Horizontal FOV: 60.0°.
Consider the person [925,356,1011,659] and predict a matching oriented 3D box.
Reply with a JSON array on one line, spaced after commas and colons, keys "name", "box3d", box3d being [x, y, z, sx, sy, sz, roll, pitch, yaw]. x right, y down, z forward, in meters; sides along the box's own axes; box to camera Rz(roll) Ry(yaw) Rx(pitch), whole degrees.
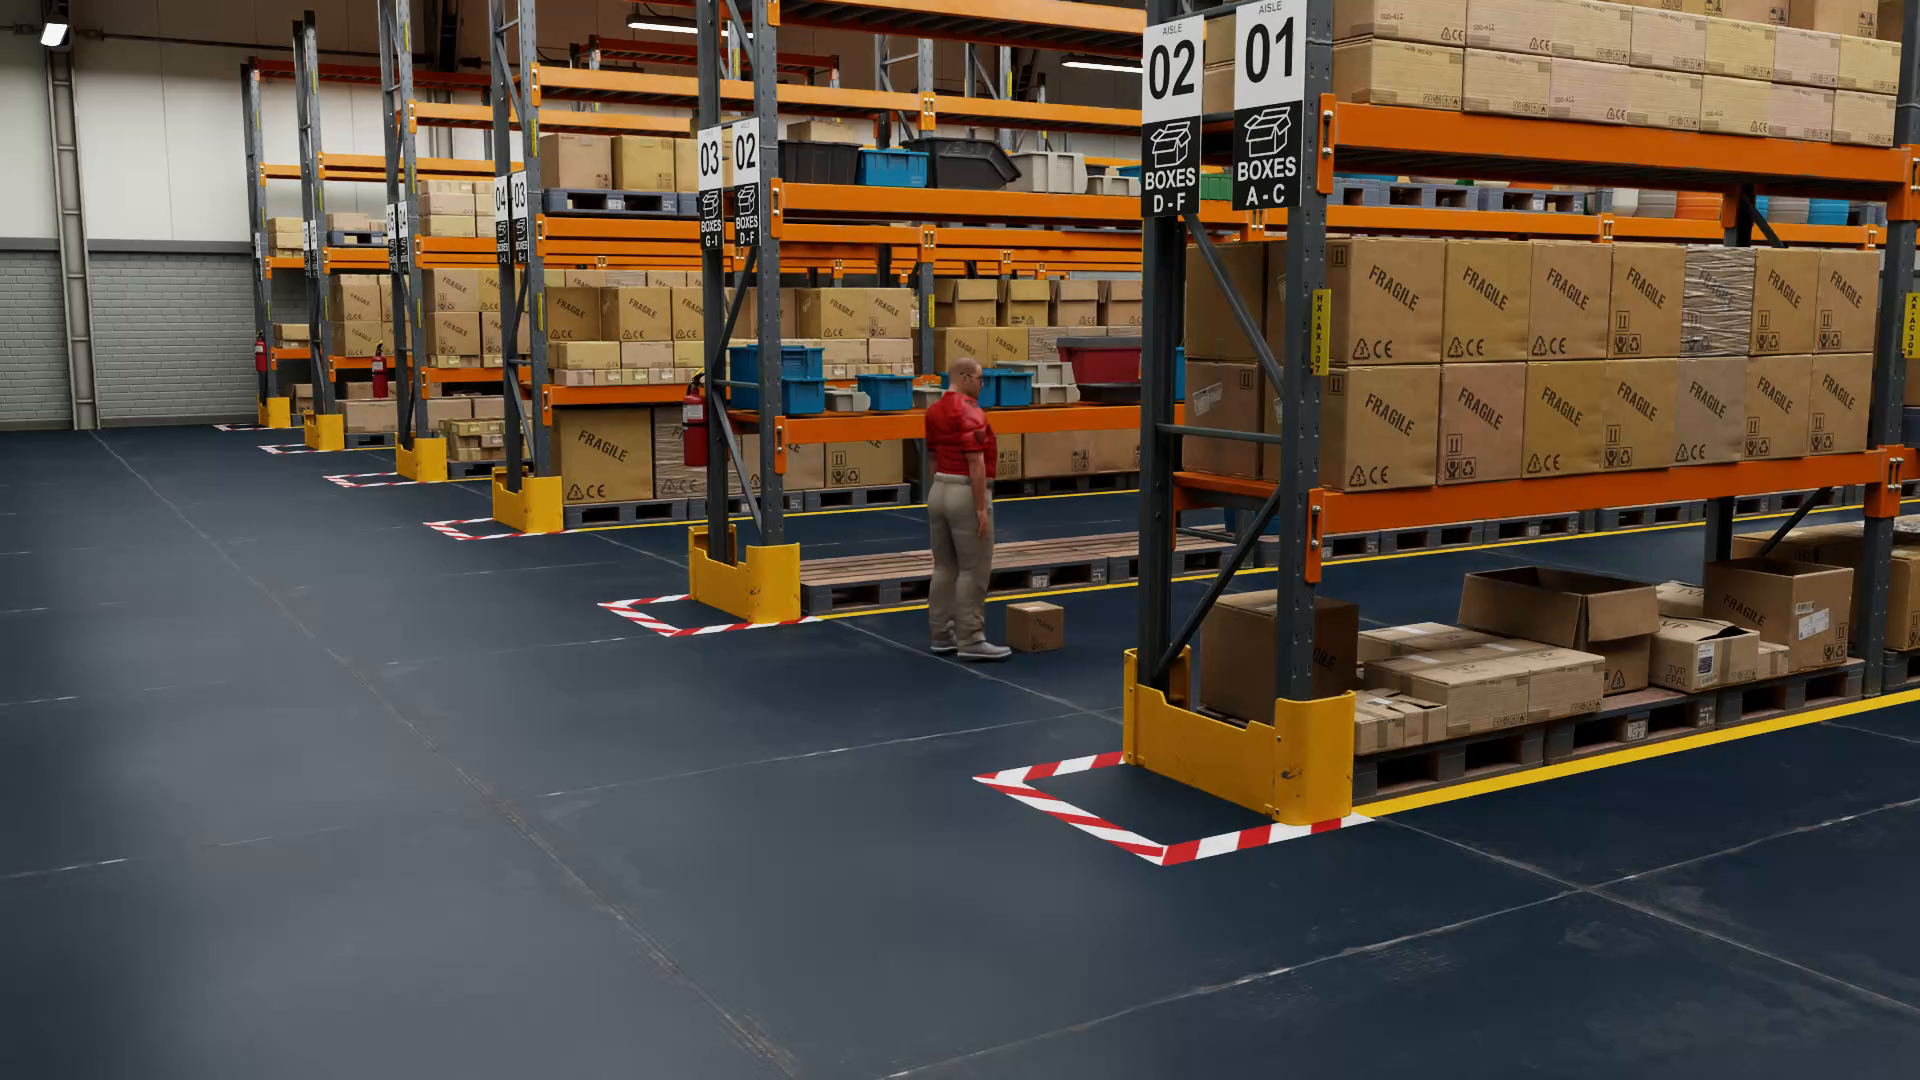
[{"name": "person", "box3d": [0.025, -0.194, 9.624, 0.344, 1.731, 0.559, -6, 10, -37]}]
